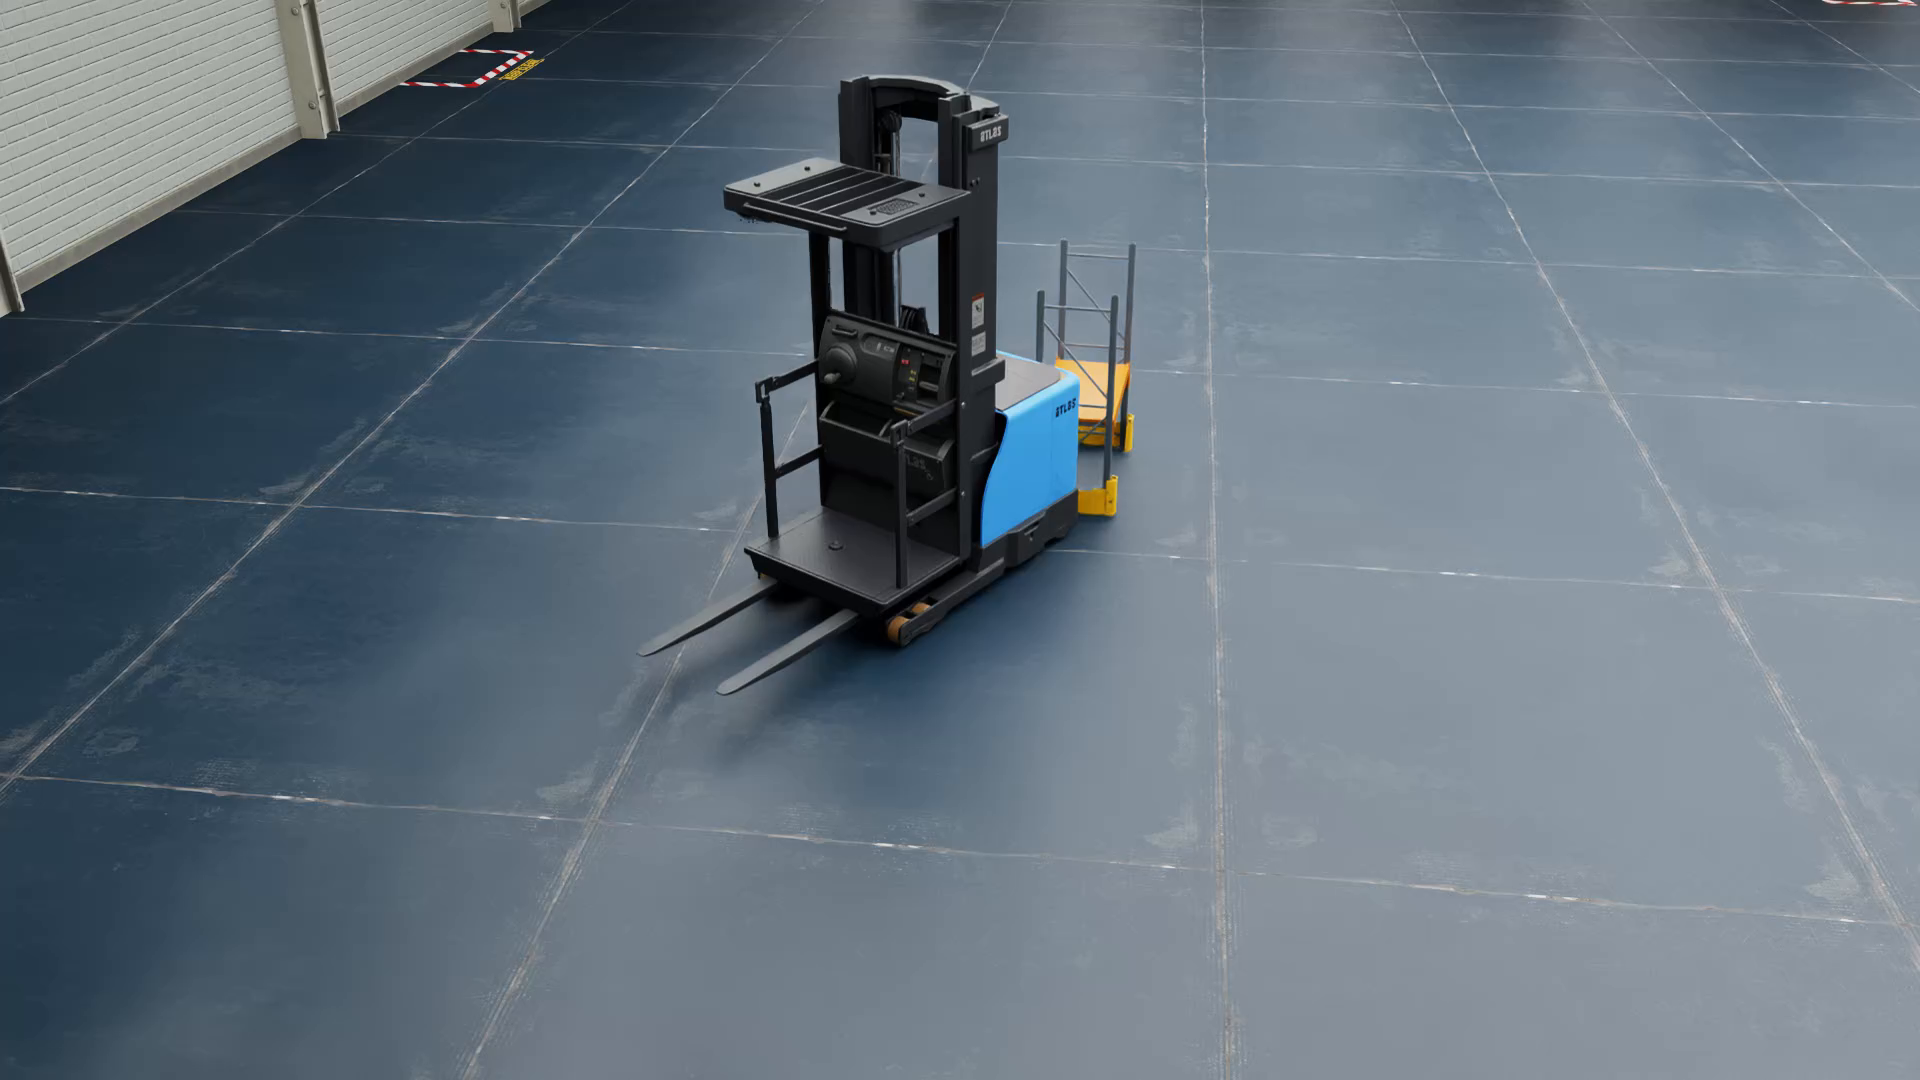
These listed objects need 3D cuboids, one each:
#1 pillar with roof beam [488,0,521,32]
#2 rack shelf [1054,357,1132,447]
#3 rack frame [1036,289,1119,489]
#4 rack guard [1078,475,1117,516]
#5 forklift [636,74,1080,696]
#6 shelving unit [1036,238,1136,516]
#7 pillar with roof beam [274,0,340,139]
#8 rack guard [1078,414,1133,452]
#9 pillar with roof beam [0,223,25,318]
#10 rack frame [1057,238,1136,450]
[{"bbox_3d":[-2.413,-11.243,21.924,9.100,9.000,0.400,3,28,6],"label":"pillar with roof beam"},{"bbox_3d":[0.822,-0.933,11.071,0.538,0.185,1.000,5,29,10],"label":"rack shelf"},{"bbox_3d":[0.723,-0.855,10.547,0.500,1.500,0.032,5,29,10],"label":"rack frame"},{"bbox_3d":[0.727,-0.313,10.860,0.587,0.250,0.087,5,29,10],"label":"rack guard"},{"bbox_3d":[-0.552,-0.955,9.224,1.130,2.935,3.031,20,34,33],"label":"forklift"},{"bbox_3d":[0.824,-1.095,10.994,0.587,1.500,1.083,5,29,10],"label":"shelving unit"},{"bbox_3d":[-3.148,-8.419,16.682,9.100,9.000,0.400,3,28,6],"label":"pillar with roof beam"},{"bbox_3d":[0.921,-0.777,11.720,0.587,0.250,0.087,5,29,10],"label":"rack guard"},{"bbox_3d":[-3.883,-5.595,11.439,9.100,9.000,0.400,3,28,6],"label":"pillar with roof beam"},{"bbox_3d":[0.921,-1.328,11.425,0.500,1.500,0.032,5,29,10],"label":"rack frame"}]
